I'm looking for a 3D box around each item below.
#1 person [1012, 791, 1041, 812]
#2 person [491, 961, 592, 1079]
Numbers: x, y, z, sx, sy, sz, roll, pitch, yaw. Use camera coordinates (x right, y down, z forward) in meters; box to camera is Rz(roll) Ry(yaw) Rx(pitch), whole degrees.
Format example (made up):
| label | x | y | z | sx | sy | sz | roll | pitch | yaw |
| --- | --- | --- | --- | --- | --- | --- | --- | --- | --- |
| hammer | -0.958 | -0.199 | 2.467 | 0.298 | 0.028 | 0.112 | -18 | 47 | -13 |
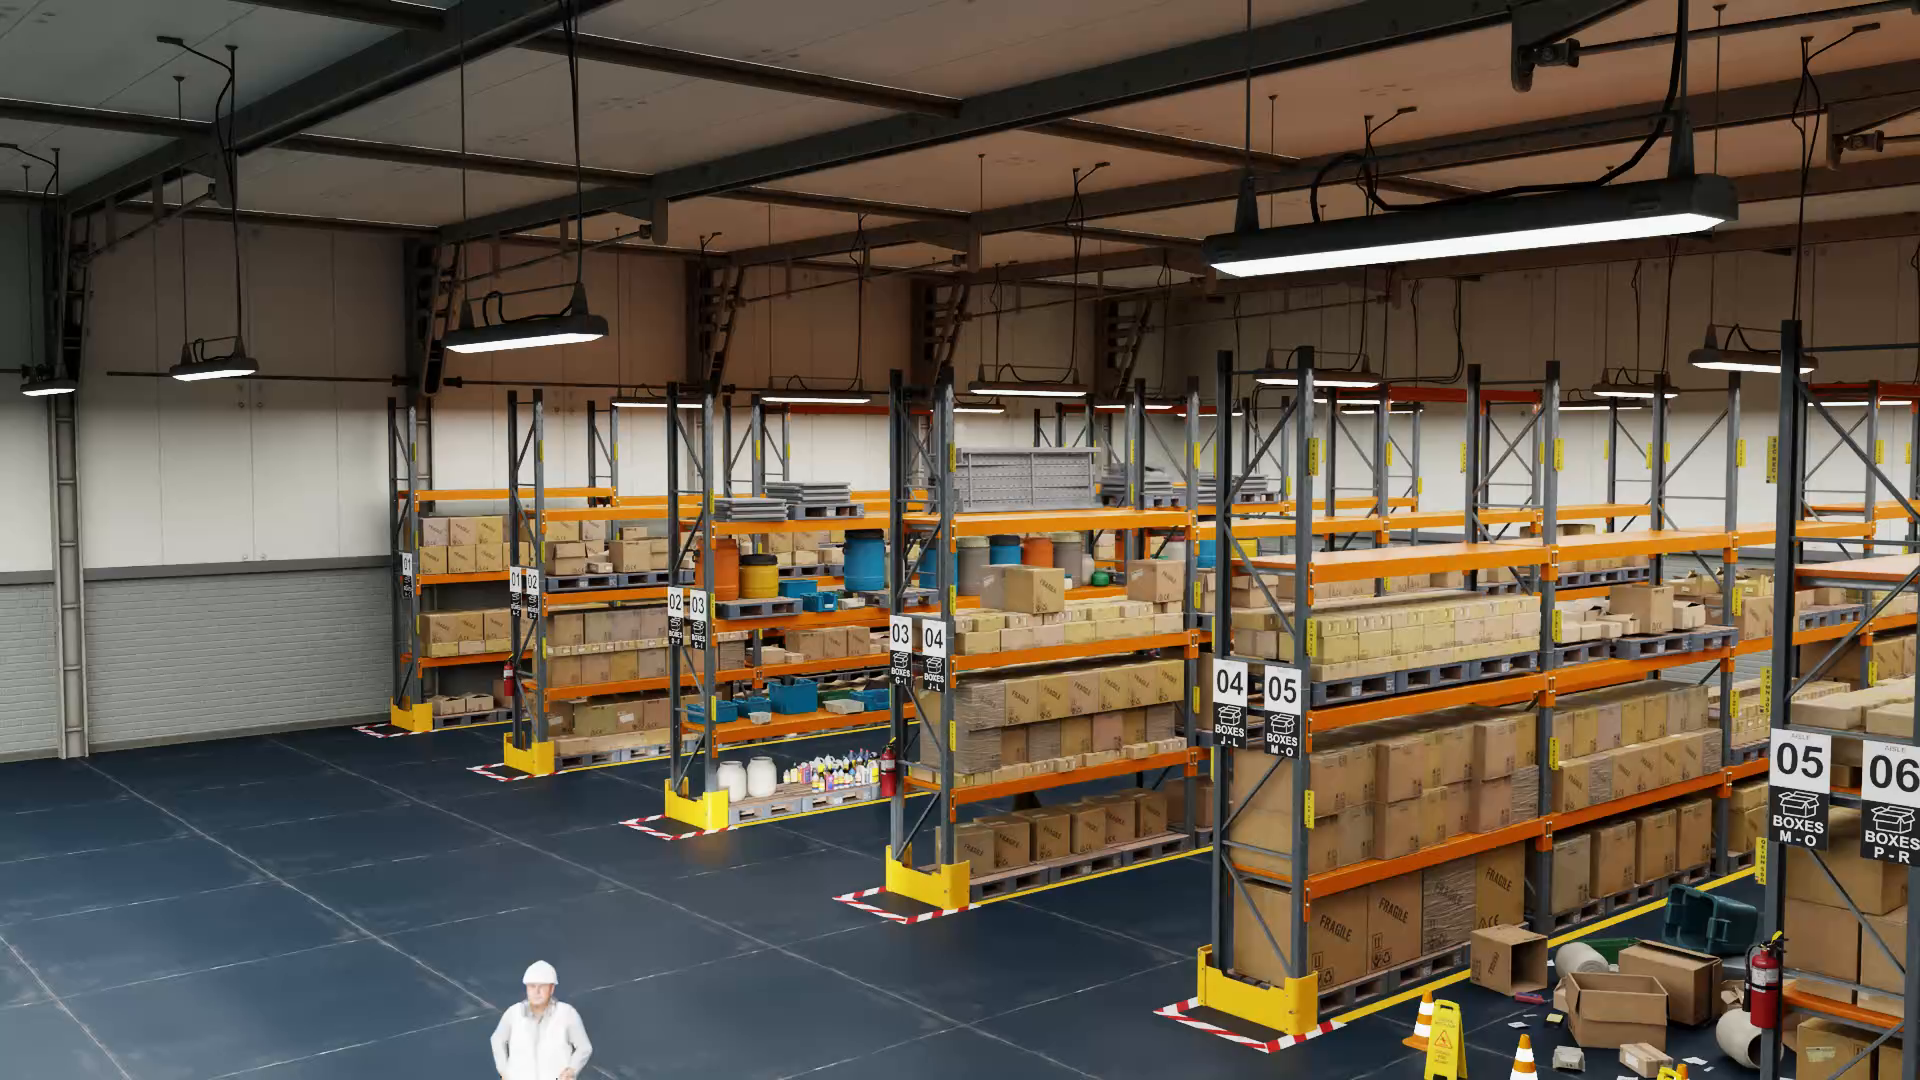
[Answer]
| label | x | y | z | sx | sy | sz | roll | pitch | yaw |
| --- | --- | --- | --- | --- | --- | --- | --- | --- | --- |
| person | 0.838 | 2.965 | 22.173 | 0.678 | 1.829 | 0.923 | 3 | 4 | 42 |
| person | -2.761 | 3.647 | 10.951 | 0.667 | 1.739 | 0.601 | -1 | 3 | -10 |
